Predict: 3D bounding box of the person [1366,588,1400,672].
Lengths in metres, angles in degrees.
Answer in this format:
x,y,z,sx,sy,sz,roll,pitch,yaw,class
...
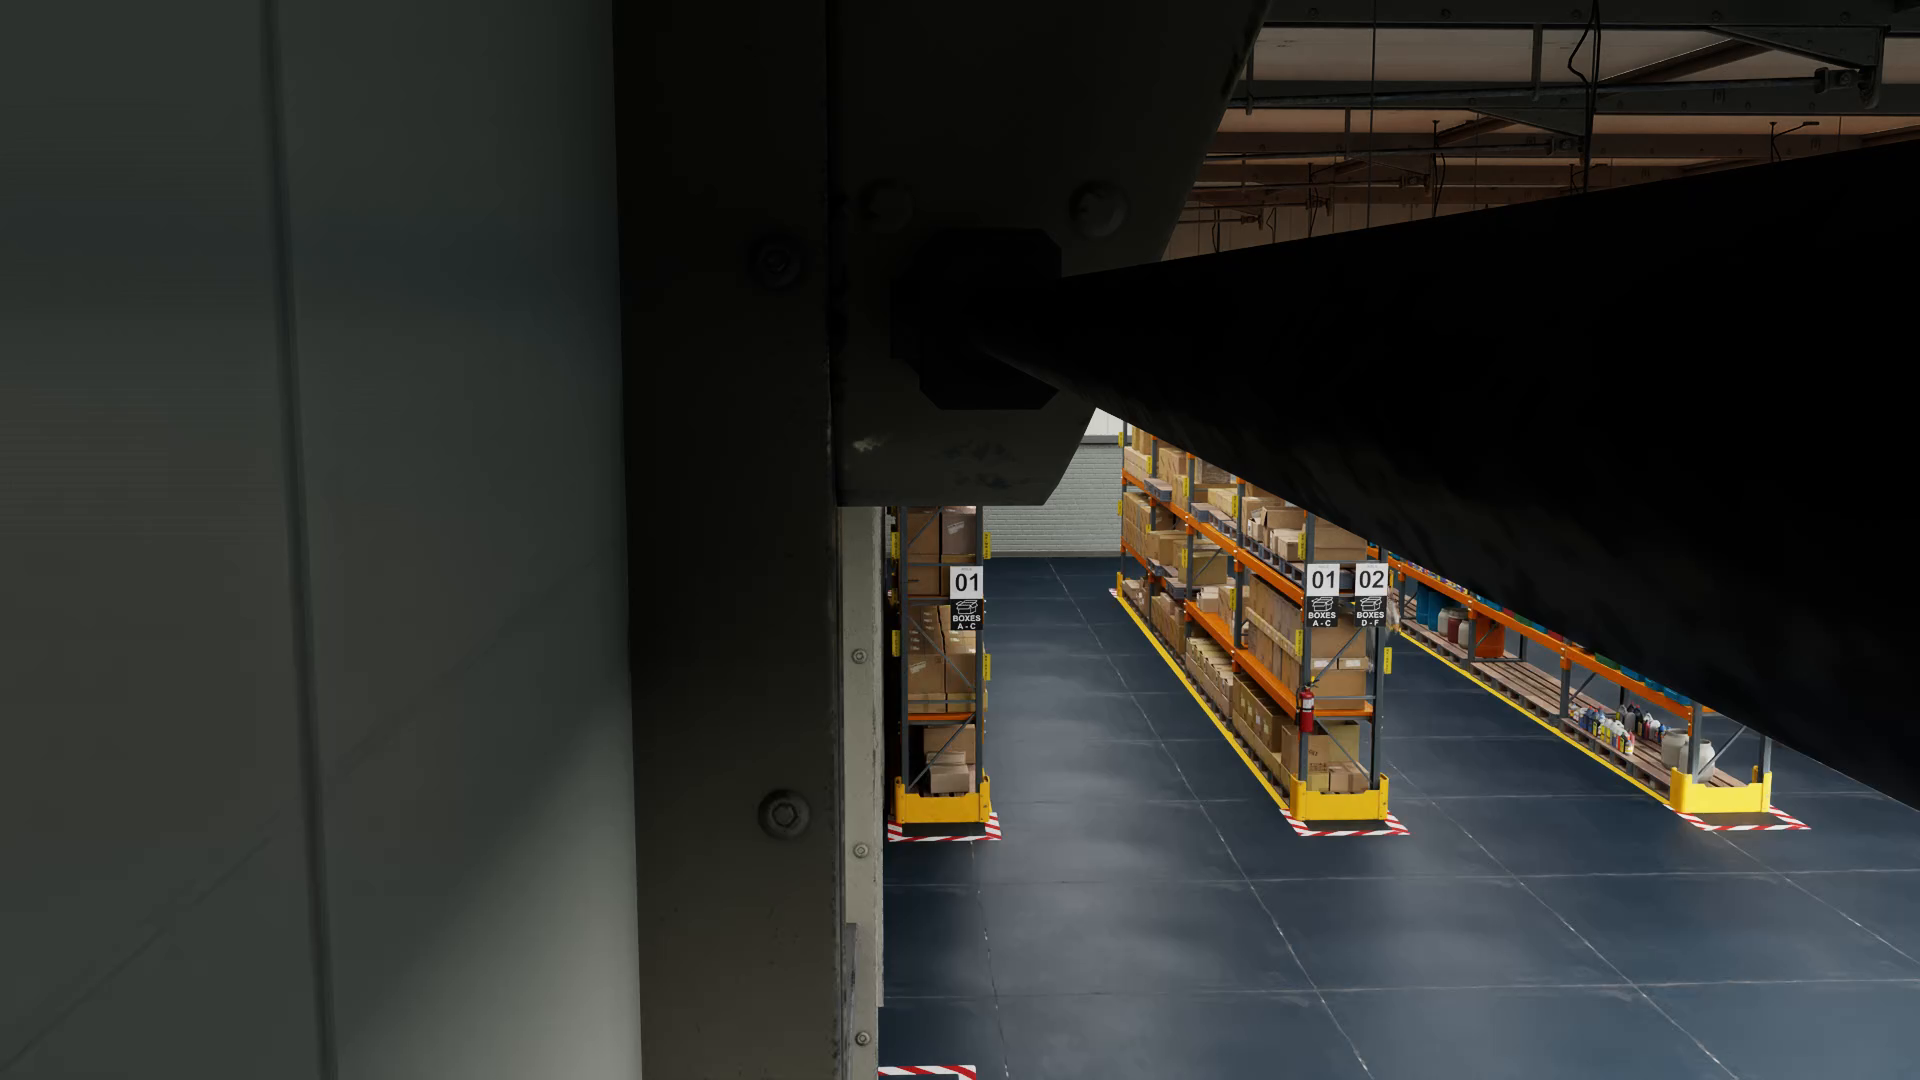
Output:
x,y,z,sx,sy,sz,roll,pitch,yaw,class
7.243,1.562,28.498,0.518,1.545,0.759,0,8,1,person
